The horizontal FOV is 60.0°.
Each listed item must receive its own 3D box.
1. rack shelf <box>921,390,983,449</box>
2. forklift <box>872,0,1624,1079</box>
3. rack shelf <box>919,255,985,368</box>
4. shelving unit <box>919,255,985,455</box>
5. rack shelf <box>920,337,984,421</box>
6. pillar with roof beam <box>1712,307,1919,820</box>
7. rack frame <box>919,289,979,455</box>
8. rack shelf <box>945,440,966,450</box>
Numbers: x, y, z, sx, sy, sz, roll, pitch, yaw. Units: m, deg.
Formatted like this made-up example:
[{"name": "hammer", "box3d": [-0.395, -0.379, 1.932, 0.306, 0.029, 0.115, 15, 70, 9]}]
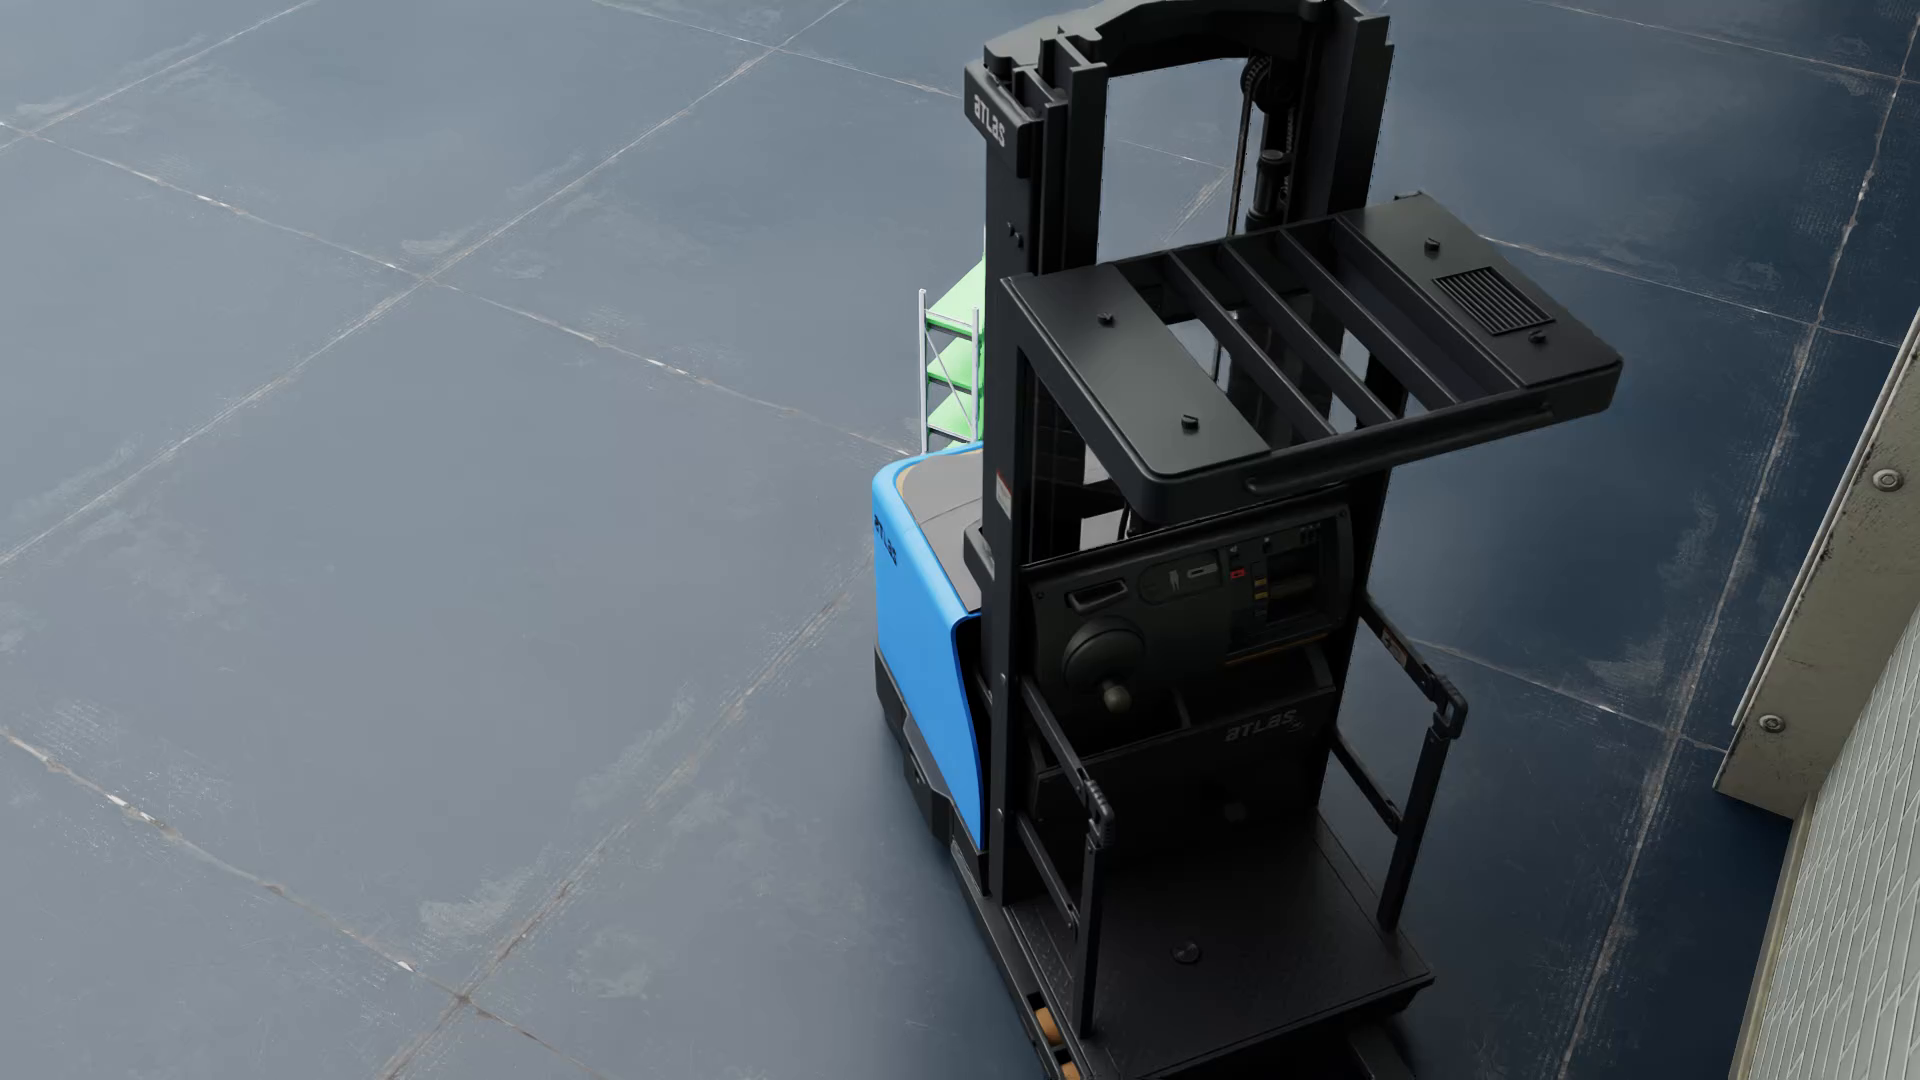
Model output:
[{"name": "rack shelf", "box3d": [0.083, -0.497, 6.503, 0.258, 0.148, 0.480, 21, 45, 22]}, {"name": "forklift", "box3d": [0.702, 0.259, 4.238, 1.130, 2.935, 3.031, -14, 43, -16]}, {"name": "rack shelf", "box3d": [0.083, -0.857, 6.186, 0.258, 0.148, 0.480, 21, 45, 22]}, {"name": "shelving unit", "box3d": [0.083, -0.545, 6.461, 0.258, 1.200, 0.503, 21, 45, 22]}, {"name": "rack shelf", "box3d": [0.083, -0.677, 6.345, 0.258, 0.148, 0.480, 21, 45, 22]}, {"name": "pillar with roof beam", "box3d": [-0.885, -4.000, 4.483, 9.100, 9.000, 0.400, 21, 45, 22]}, {"name": "rack frame", "box3d": [-0.039, -0.405, 6.302, 0.240, 1.200, 0.015, 21, 45, 22]}, {"name": "rack shelf", "box3d": [0.083, -0.317, 6.662, 0.258, 0.148, 0.480, 21, 45, 22]}]
